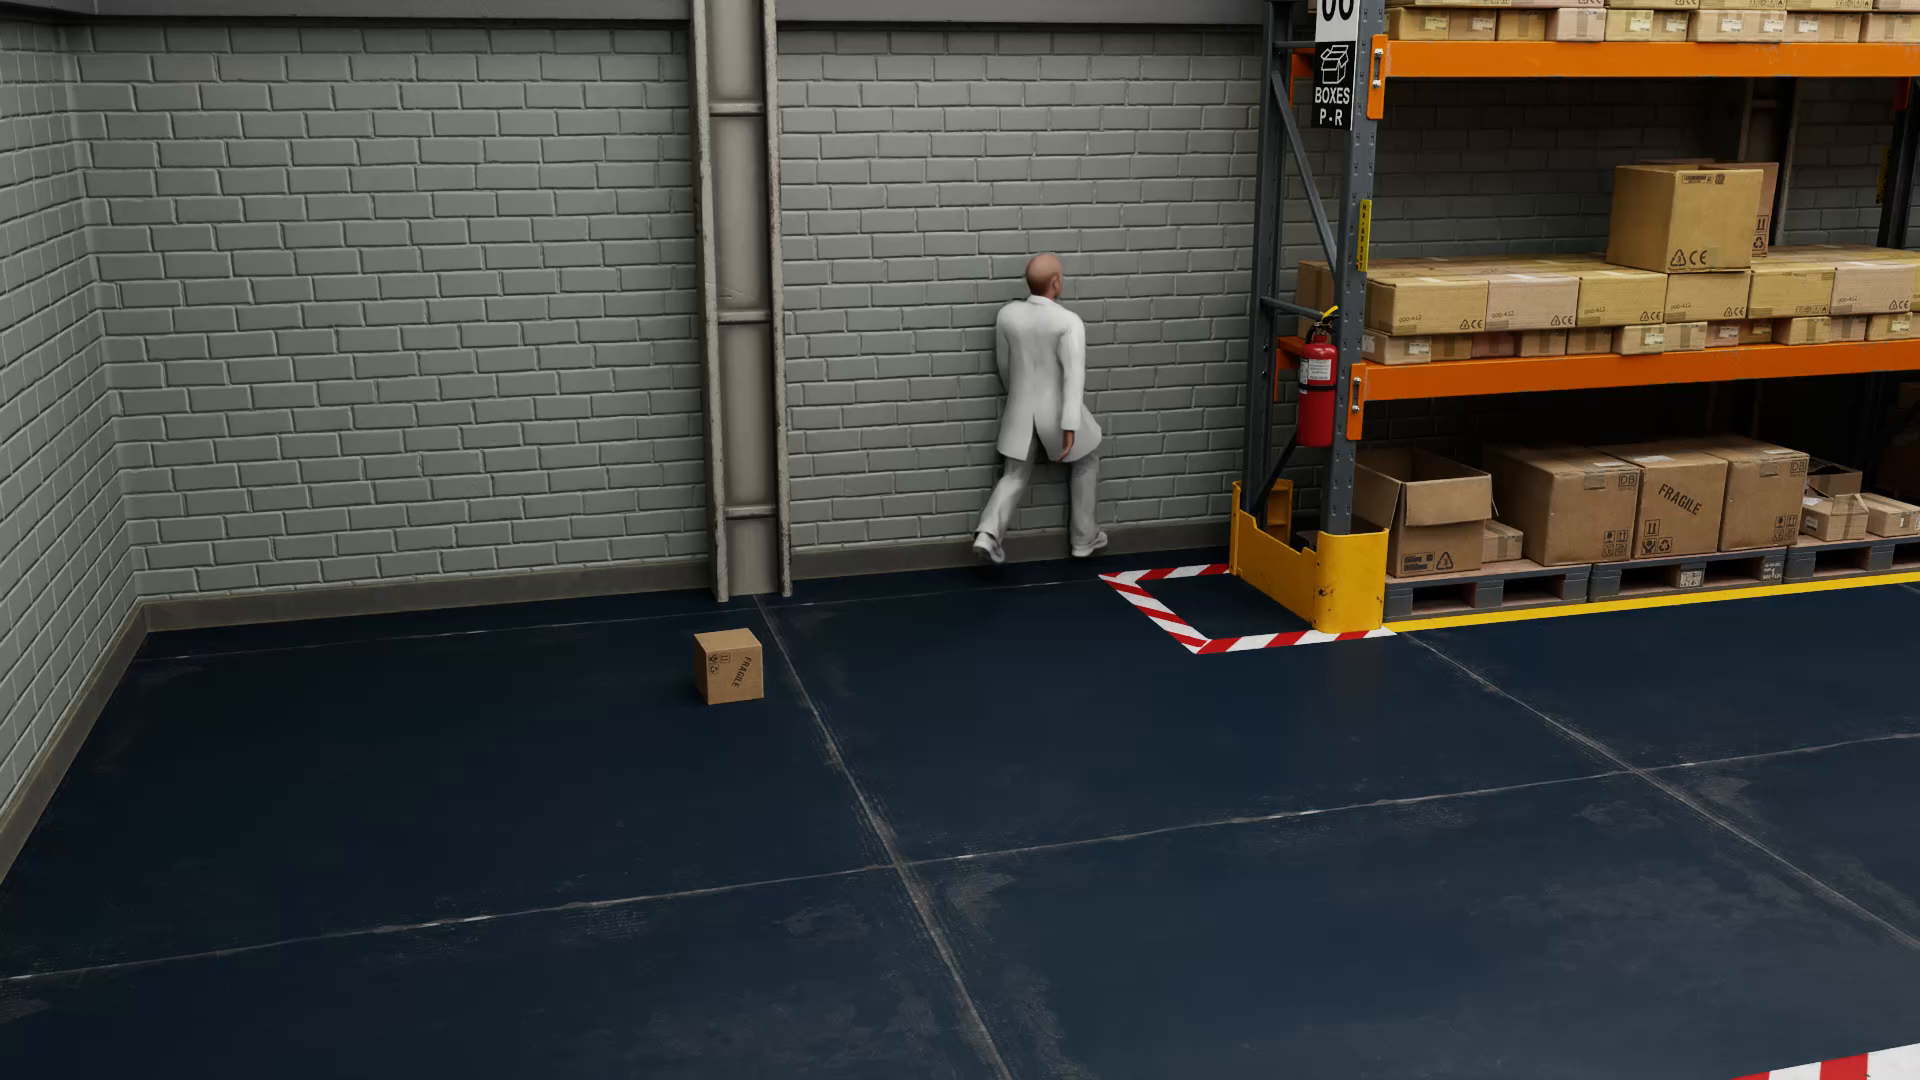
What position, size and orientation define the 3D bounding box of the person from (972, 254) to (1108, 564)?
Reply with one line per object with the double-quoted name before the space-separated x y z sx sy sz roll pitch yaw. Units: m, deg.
"person" 0.466 -0.702 9.011 0.572 1.704 1.037 8 17 25
